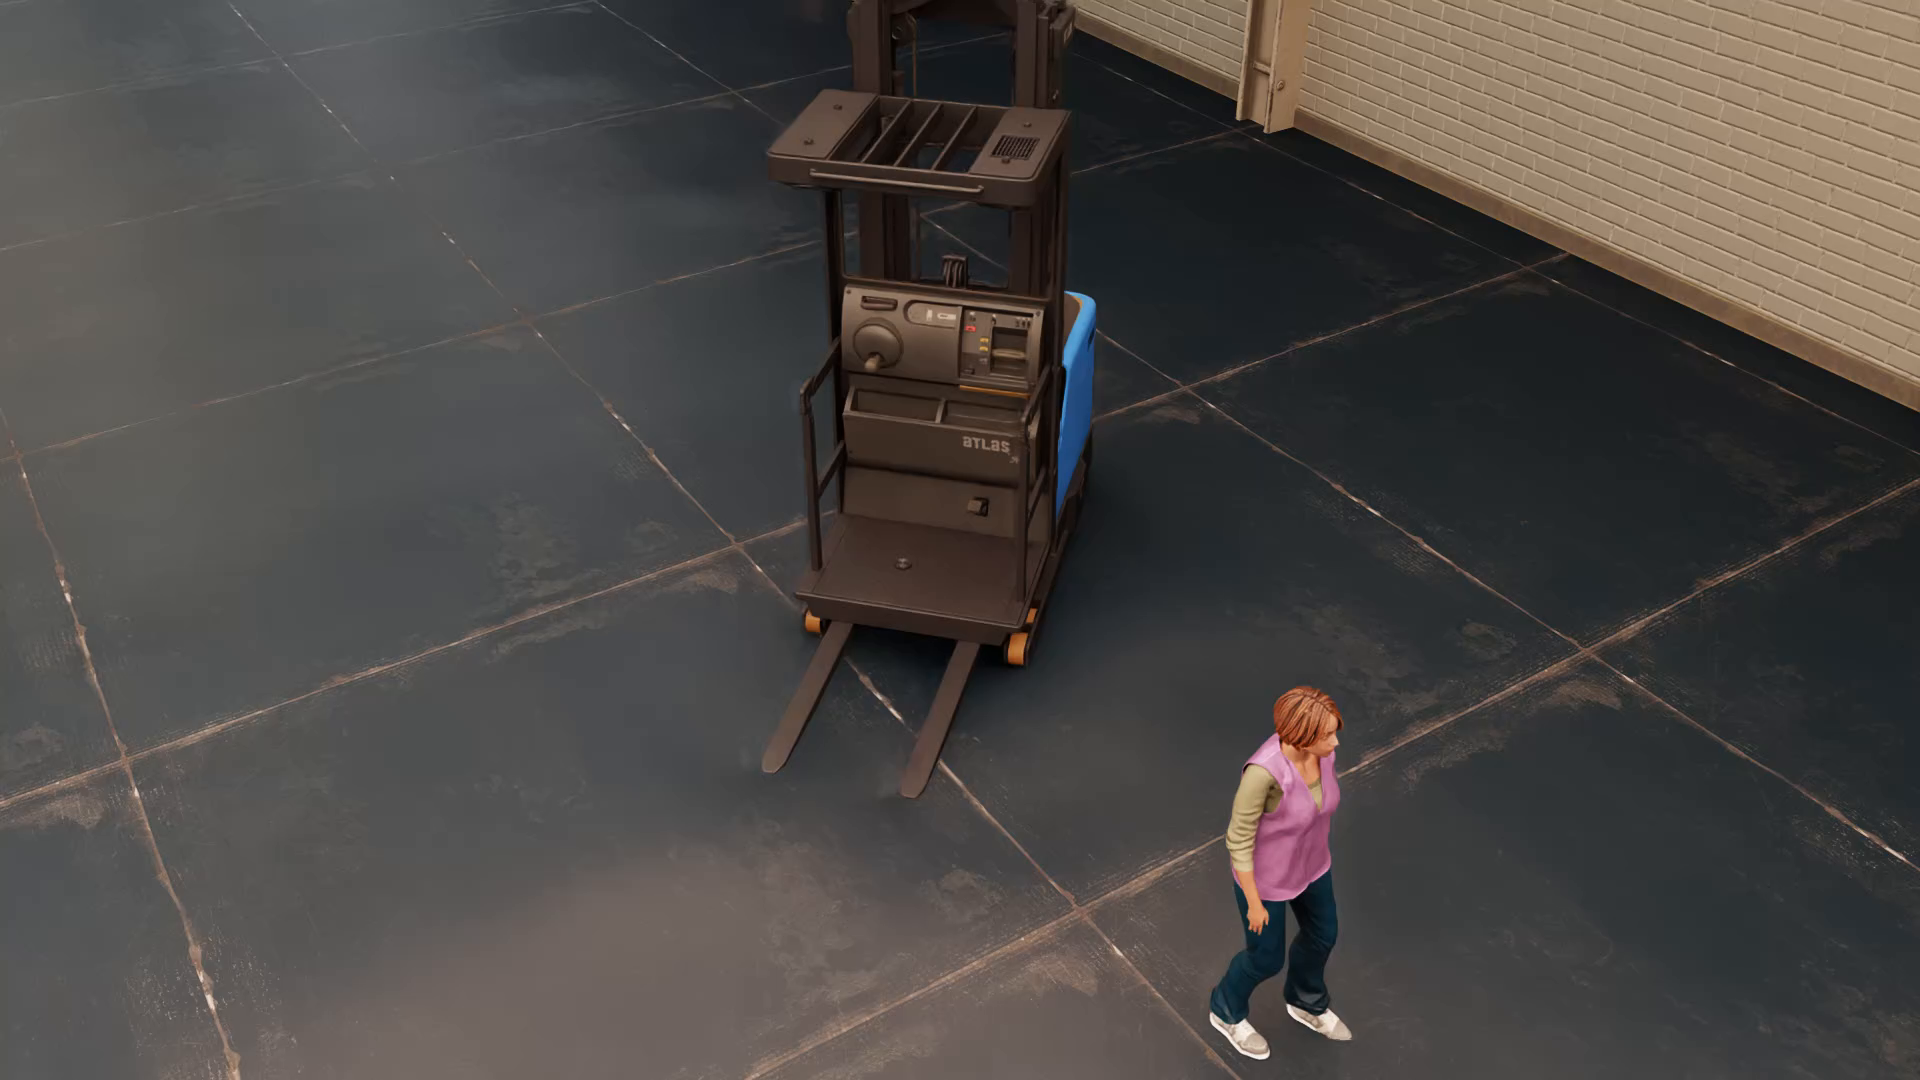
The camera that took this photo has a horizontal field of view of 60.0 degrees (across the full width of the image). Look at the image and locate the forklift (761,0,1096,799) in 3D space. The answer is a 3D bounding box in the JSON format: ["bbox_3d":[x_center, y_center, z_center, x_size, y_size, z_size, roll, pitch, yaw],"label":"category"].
[{"bbox_3d":[-0.135,-0.850,7.357,1.130,2.935,3.031,8,36,12],"label":"forklift"}]

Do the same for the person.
[{"bbox_3d":[1.145,1.176,5.673,0.494,1.623,0.439,-27,43,-33],"label":"person"}]
